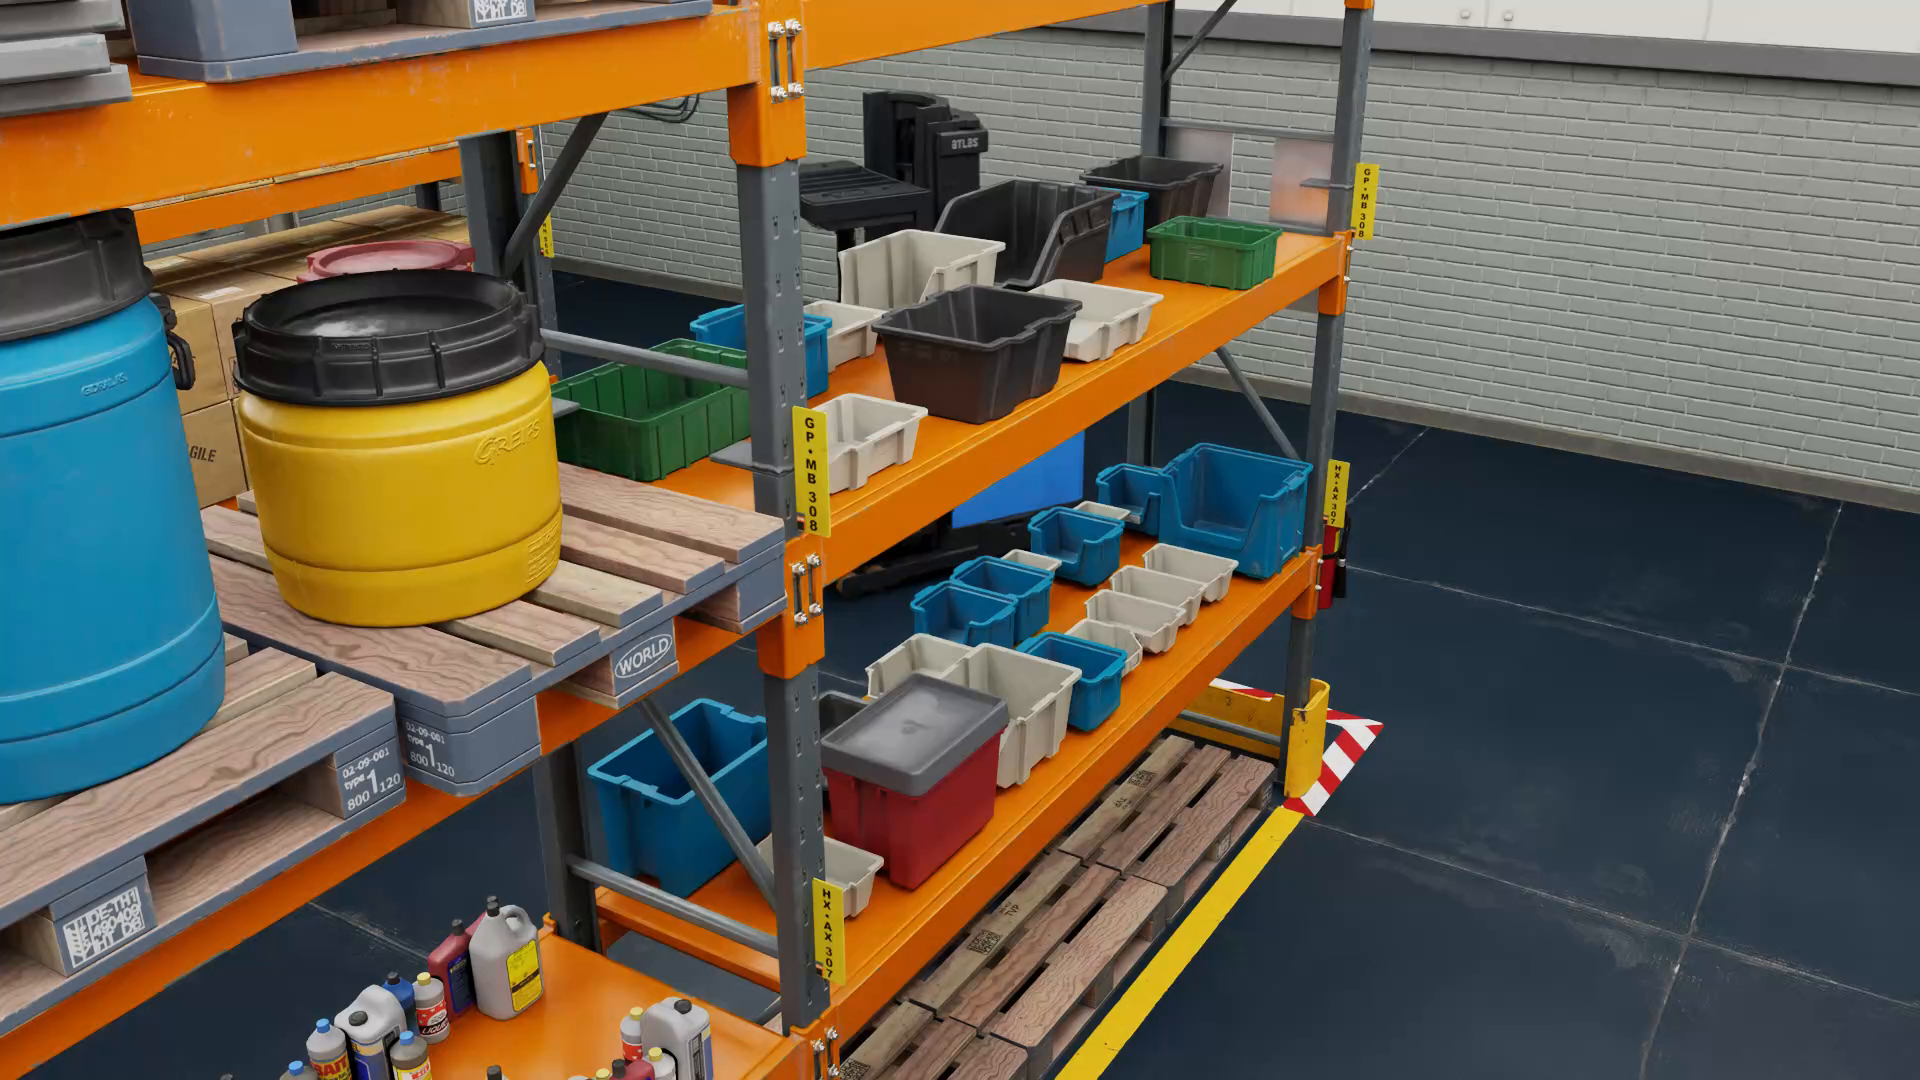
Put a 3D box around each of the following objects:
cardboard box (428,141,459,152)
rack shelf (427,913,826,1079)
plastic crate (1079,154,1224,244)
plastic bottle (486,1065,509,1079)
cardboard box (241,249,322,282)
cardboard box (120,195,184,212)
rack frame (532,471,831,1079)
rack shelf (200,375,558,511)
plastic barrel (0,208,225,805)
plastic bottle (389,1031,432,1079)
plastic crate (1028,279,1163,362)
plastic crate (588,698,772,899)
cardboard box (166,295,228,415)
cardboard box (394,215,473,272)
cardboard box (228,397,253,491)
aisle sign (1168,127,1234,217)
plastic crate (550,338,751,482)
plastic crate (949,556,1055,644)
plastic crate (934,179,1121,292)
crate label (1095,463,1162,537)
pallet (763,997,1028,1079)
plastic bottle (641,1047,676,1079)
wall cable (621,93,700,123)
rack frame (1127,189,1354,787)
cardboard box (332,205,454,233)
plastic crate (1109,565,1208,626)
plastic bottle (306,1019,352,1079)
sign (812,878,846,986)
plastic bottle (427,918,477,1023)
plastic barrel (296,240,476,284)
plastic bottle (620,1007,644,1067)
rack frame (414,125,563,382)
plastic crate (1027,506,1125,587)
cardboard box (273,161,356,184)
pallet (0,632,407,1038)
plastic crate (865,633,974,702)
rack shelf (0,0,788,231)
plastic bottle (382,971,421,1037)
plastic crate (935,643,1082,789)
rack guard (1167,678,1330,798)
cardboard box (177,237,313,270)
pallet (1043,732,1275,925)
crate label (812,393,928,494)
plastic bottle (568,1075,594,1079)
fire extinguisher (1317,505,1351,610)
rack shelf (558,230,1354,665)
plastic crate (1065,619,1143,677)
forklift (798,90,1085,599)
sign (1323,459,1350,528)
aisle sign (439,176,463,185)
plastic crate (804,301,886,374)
[{"bbox_3d":[-2.972,-2.369,9.360,0.500,0.250,0.500,14,27,29],"label":"cardboard box"},{"bbox_3d":[-1.884,2.105,3.518,1.077,0.370,4.000,14,27,29],"label":"rack shelf"},{"bbox_3d":[0.841,-1.496,7.318,0.497,0.269,0.590,14,27,29],"label":"plastic crate"},{"bbox_3d":[-1.159,1.471,4.139,0.144,0.351,0.185,14,27,29],"label":"plastic bottle"},{"bbox_3d":[-3.462,-1.240,8.955,0.500,0.500,0.500,15,27,30],"label":"cardboard box"},{"bbox_3d":[-4.037,-1.696,7.806,0.500,0.250,0.500,14,27,29],"label":"cardboard box"},{"bbox_3d":[-0.829,1.099,4.935,1.000,3.000,0.127,14,27,29],"label":"rack frame"},{"bbox_3d":[-3.980,-0.285,9.038,1.077,0.370,4.000,14,27,29],"label":"rack shelf"},{"bbox_3d":[-1.600,-0.092,2.751,0.600,0.901,0.708,14,27,29],"label":"plastic barrel"},{"bbox_3d":[-1.474,1.410,4.467,0.097,0.201,0.097,0,23,0],"label":"plastic bottle"},{"bbox_3d":[0.402,-0.757,5.779,0.437,0.136,0.530,14,27,29],"label":"plastic crate"},{"bbox_3d":[-0.873,0.850,5.455,0.392,0.384,0.575,14,27,29],"label":"plastic crate"},{"bbox_3d":[-4.004,-0.892,8.151,0.500,0.500,0.500,13,27,27],"label":"cardboard box"},{"bbox_3d":[-2.927,-1.587,9.755,0.500,0.500,0.500,14,27,29],"label":"cardboard box"},{"bbox_3d":[-3.735,-0.614,8.768,0.500,0.500,0.500,13,27,28],"label":"cardboard box"},{"bbox_3d":[1.066,-1.530,7.737,0.394,0.787,0.004,14,27,29],"label":"aisle sign"},{"bbox_3d":[-0.863,-0.386,4.857,0.450,0.188,0.662,14,27,29],"label":"plastic crate"},{"bbox_3d":[0.176,0.257,7.015,0.416,0.233,0.300,14,27,29],"label":"plastic crate"},{"bbox_3d":[0.241,-1.141,6.412,0.504,0.338,0.767,14,27,29],"label":"plastic crate"},{"bbox_3d":[0.871,-0.187,8.041,0.416,0.233,0.303,14,27,29],"label":"crate label"},{"bbox_3d":[-0.474,2.123,6.081,1.003,0.211,1.213,14,27,29],"label":"pallet"},{"bbox_3d":[-0.800,1.436,4.407,0.097,0.201,0.097,0,23,0],"label":"plastic bottle"},{"bbox_3d":[-3.849,-5.489,16.511,3.097,2.526,0.112,14,27,29],"label":"wall cable"},{"bbox_3d":[1.281,-0.251,8.053,1.000,3.000,0.127,14,27,29],"label":"rack frame"},{"bbox_3d":[-3.383,-1.700,10.017,0.500,0.500,0.500,15,27,31],"label":"cardboard box"},{"bbox_3d":[0.839,0.251,7.151,0.396,0.136,0.243,14,27,29],"label":"plastic crate"},{"bbox_3d":[-1.674,1.392,4.421,0.097,0.271,0.097,0,23,0],"label":"plastic bottle"},{"bbox_3d":[-0.363,1.088,4.612,0.100,0.325,0.005,14,27,29],"label":"sign"},{"bbox_3d":[-1.455,1.232,4.774,0.061,0.283,0.133,14,27,29],"label":"plastic bottle"},{"bbox_3d":[-1.320,-0.407,3.939,0.433,0.535,0.433,0,23,0],"label":"plastic barrel"},{"bbox_3d":[-0.878,1.372,4.556,0.097,0.201,0.097,0,23,0],"label":"plastic bottle"},{"bbox_3d":[-2.925,-1.290,10.454,1.000,3.000,0.127,14,27,29],"label":"rack frame"},{"bbox_3d":[0.524,0.035,7.528,0.416,0.233,0.300,14,27,29],"label":"plastic crate"},{"bbox_3d":[-3.498,-2.031,8.579,0.500,0.250,0.500,14,27,29],"label":"cardboard box"},{"bbox_3d":[-1.755,0.478,2.832,1.003,0.211,1.213,14,27,29],"label":"pallet"},{"bbox_3d":[-0.166,0.542,6.478,0.293,0.136,0.466,14,27,29],"label":"plastic crate"},{"bbox_3d":[-1.884,-0.465,2.406,1.077,0.370,4.000,14,27,29],"label":"rack shelf"},{"bbox_3d":[-1.552,1.313,4.602,0.097,0.271,0.097,0,23,0],"label":"plastic bottle"},{"bbox_3d":[0.133,0.650,6.048,0.437,0.282,0.530,14,27,29],"label":"plastic crate"},{"bbox_3d":[1.282,0.886,8.575,1.175,0.500,0.348,14,27,29],"label":"rack guard"},{"bbox_3d":[-3.921,-1.354,9.218,0.500,0.500,0.500,14,27,30],"label":"cardboard box"},{"bbox_3d":[0.813,1.299,7.983,1.003,0.211,1.213,14,27,29],"label":"pallet"},{"bbox_3d":[-0.326,-0.261,4.633,0.293,0.136,0.466,14,27,29],"label":"crate label"},{"bbox_3d":[-0.955,1.480,4.211,0.152,0.276,0.135,14,27,29],"label":"plastic bottle"},{"bbox_3d":[1.746,0.000,8.040,0.296,0.674,0.183,14,27,29],"label":"fire extinguisher"},{"bbox_3d":[0.226,-0.622,6.041,1.077,0.370,4.000,14,27,29],"label":"rack shelf"},{"bbox_3d":[0.573,0.454,6.683,0.298,0.136,0.250,14,27,29],"label":"plastic crate"},{"bbox_3d":[-0.695,-1.217,10.372,3.031,2.935,1.130,-13,27,-27],"label":"forklift"},{"bbox_3d":[1.757,-0.216,7.767,0.100,0.325,0.005,14,27,29],"label":"sign"},{"bbox_3d":[-3.139,-2.567,10.133,0.394,0.787,0.004,14,27,29],"label":"aisle sign"},{"bbox_3d":[-0.482,-0.665,5.567,0.293,0.136,0.466,14,27,29],"label":"plastic crate"}]
